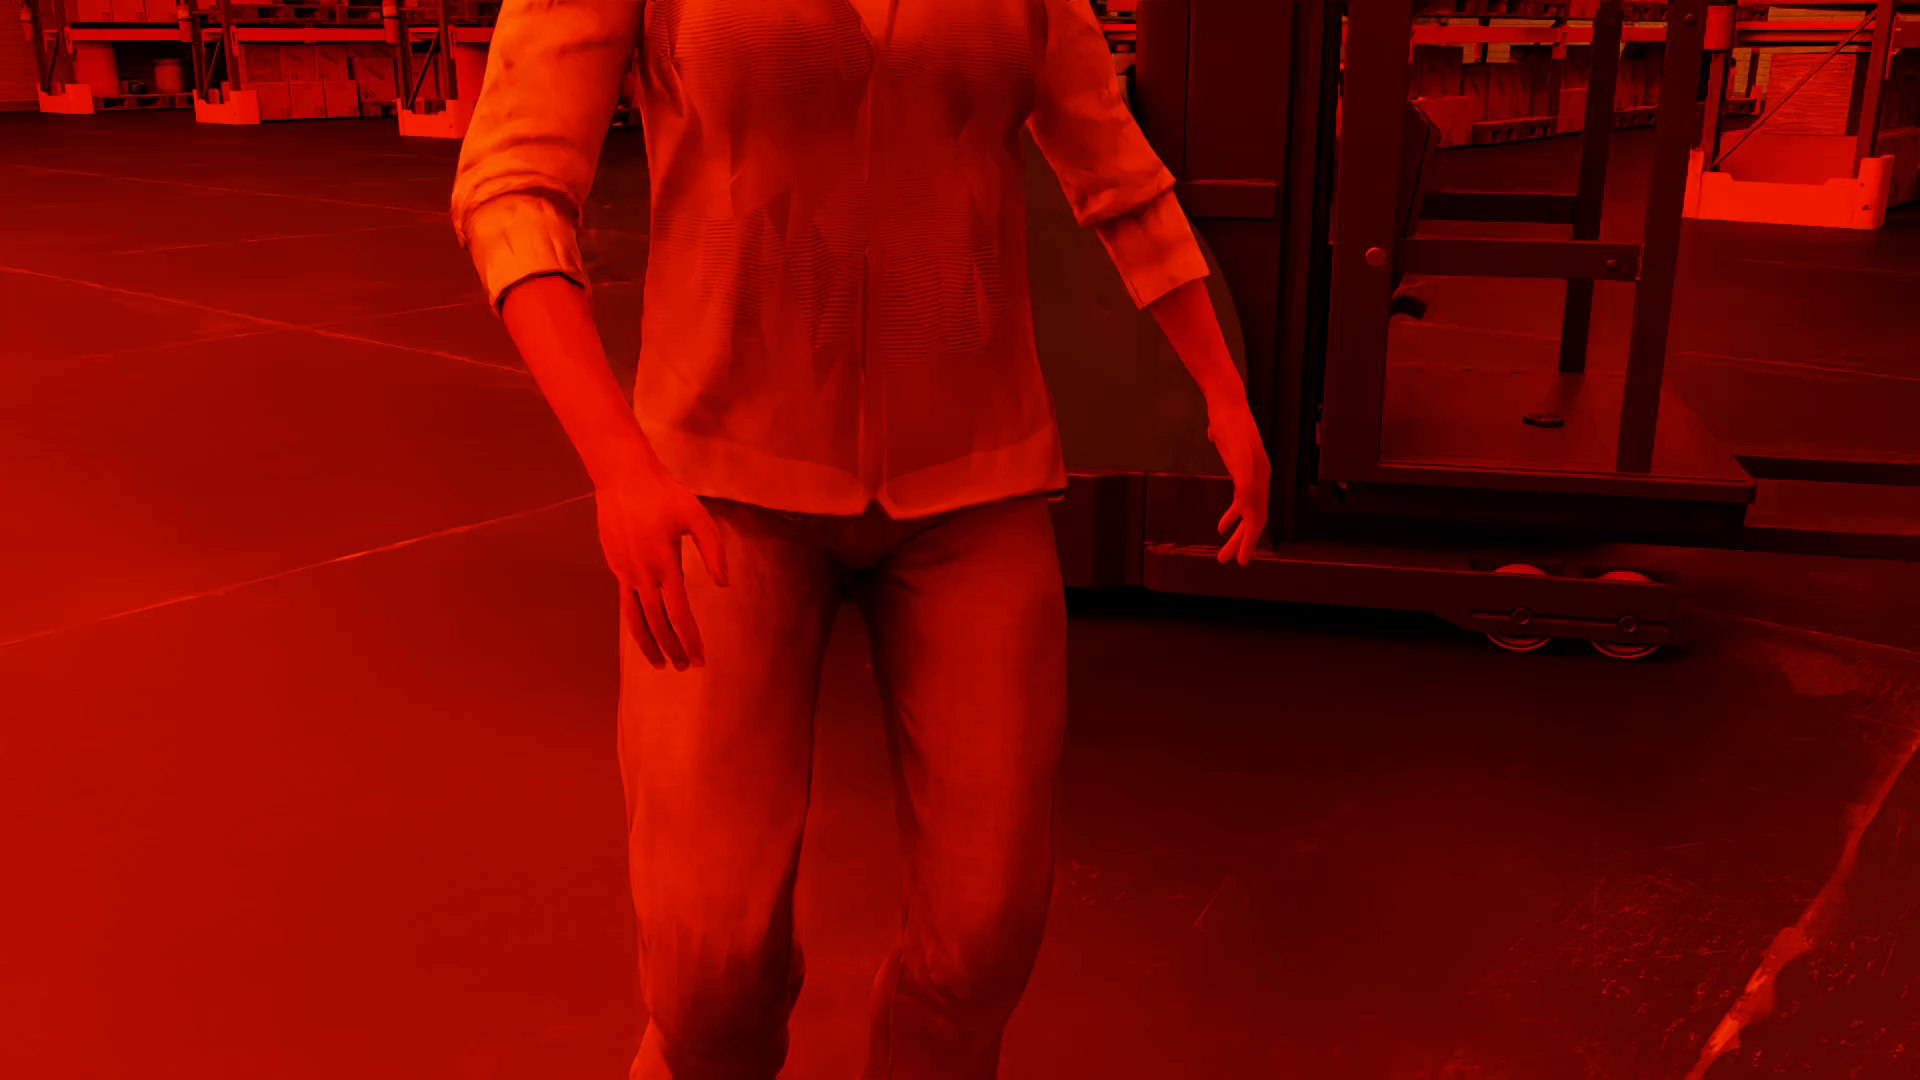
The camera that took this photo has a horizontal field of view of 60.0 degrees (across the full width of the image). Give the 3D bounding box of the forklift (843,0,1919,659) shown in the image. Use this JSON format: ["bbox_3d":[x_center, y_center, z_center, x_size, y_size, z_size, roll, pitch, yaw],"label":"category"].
[{"bbox_3d":[1.117,-1.343,3.321,3.031,2.935,1.130,4,17,12],"label":"forklift"}]
